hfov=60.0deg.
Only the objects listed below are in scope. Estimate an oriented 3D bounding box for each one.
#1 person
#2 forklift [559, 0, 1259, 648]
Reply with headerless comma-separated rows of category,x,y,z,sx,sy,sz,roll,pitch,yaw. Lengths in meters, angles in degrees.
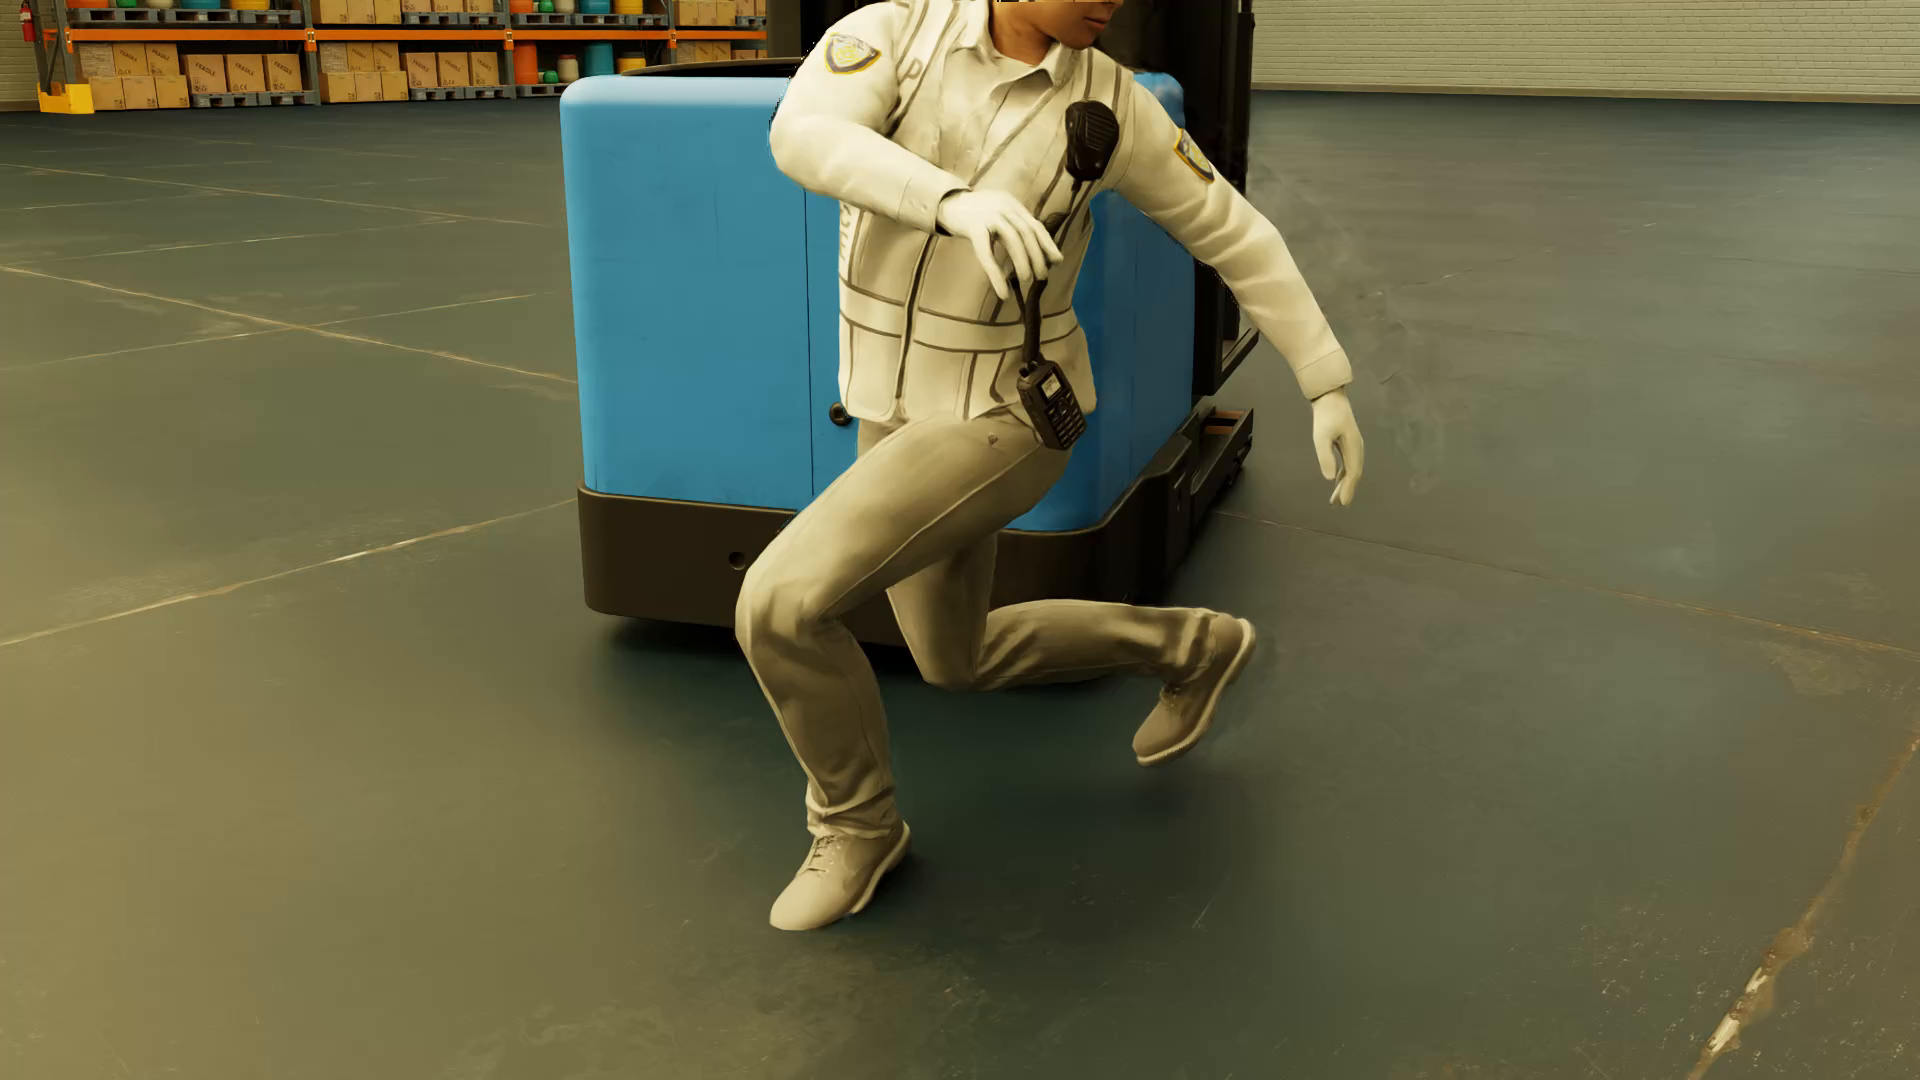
person,0.127,-0.197,2.256,0.631,1.438,0.903,15,23,41
forklift,0.182,-1.571,4.072,1.130,2.935,3.031,5,18,17
